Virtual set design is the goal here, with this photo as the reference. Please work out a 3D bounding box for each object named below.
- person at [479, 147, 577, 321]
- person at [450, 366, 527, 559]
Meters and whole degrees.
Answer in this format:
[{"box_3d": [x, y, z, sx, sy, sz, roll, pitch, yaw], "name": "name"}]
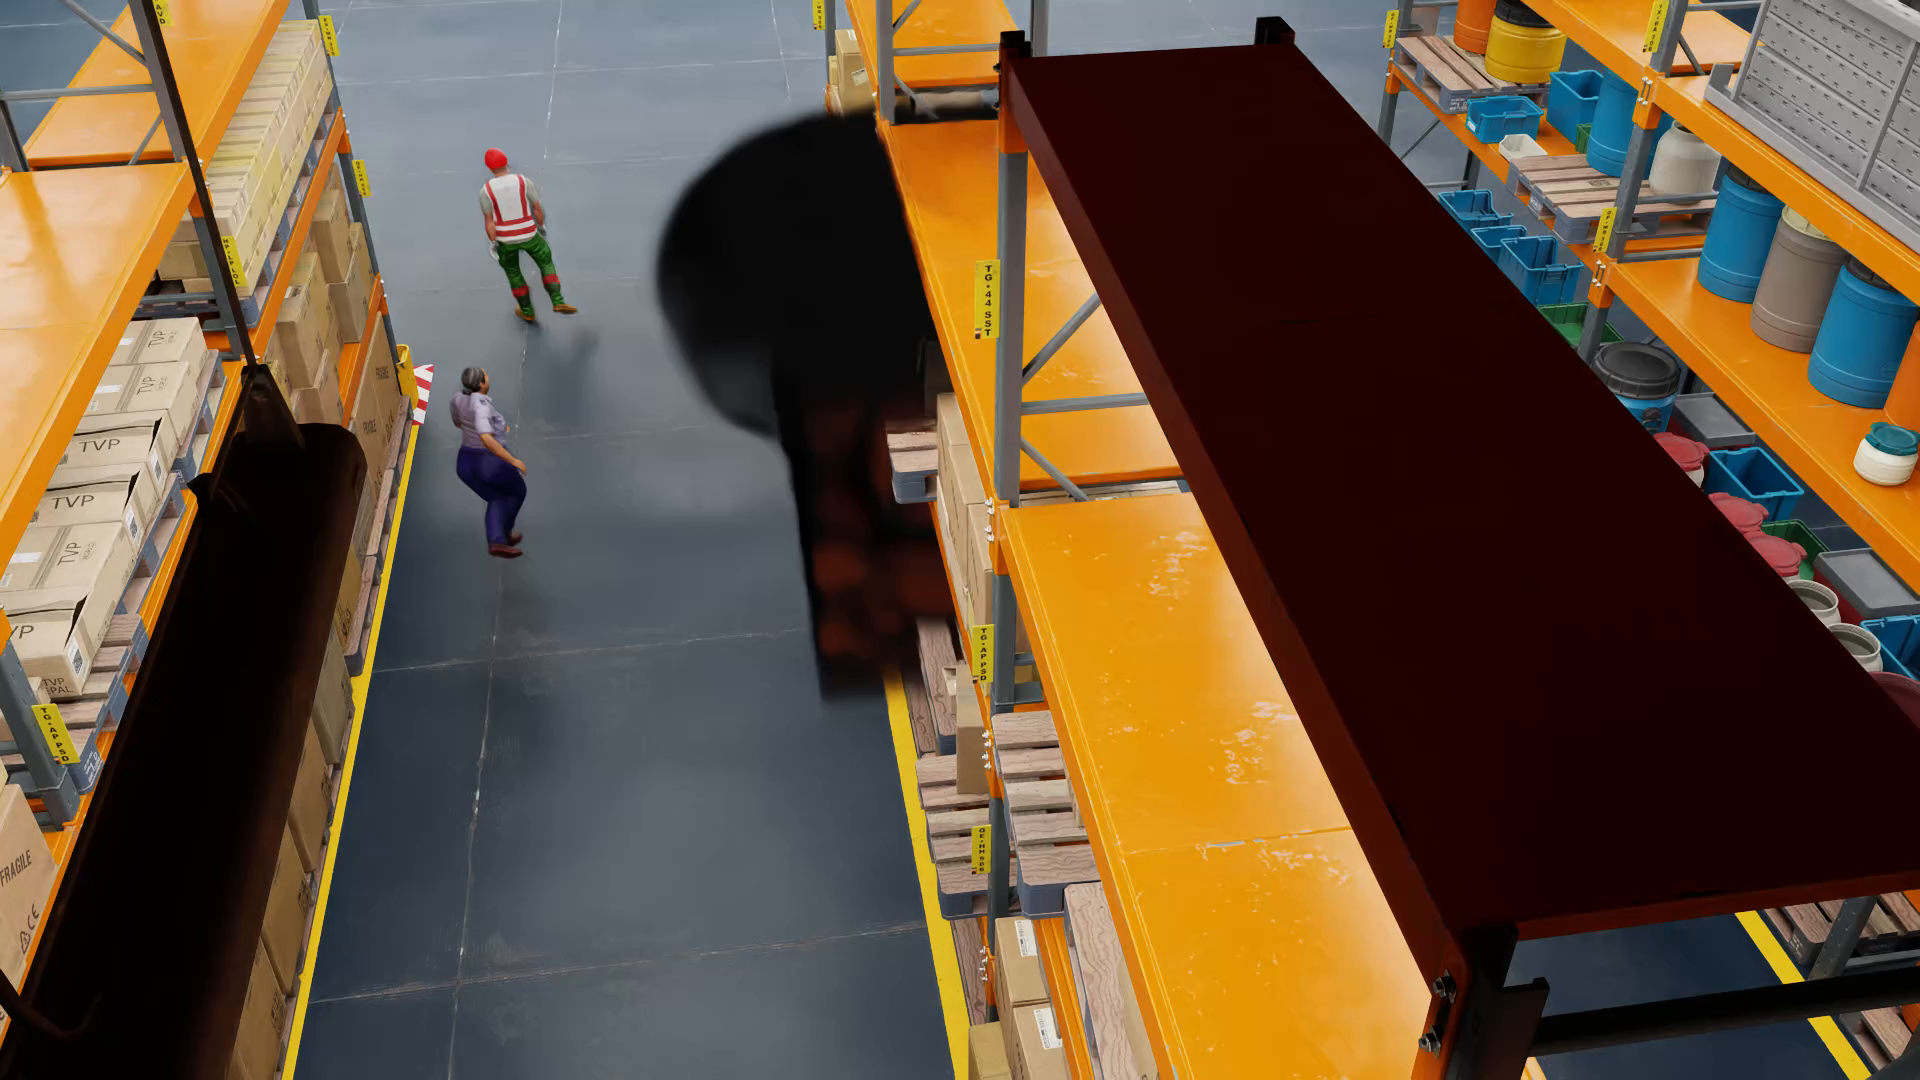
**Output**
[{"box_3d": [-4.139, -2.871, 15.858, 0.710, 1.760, 0.618, -13, 38, -18], "name": "person"}, {"box_3d": [-3.601, -0.543, 12.646, 0.707, 1.586, 0.616, 14, 39, 19], "name": "person"}]
